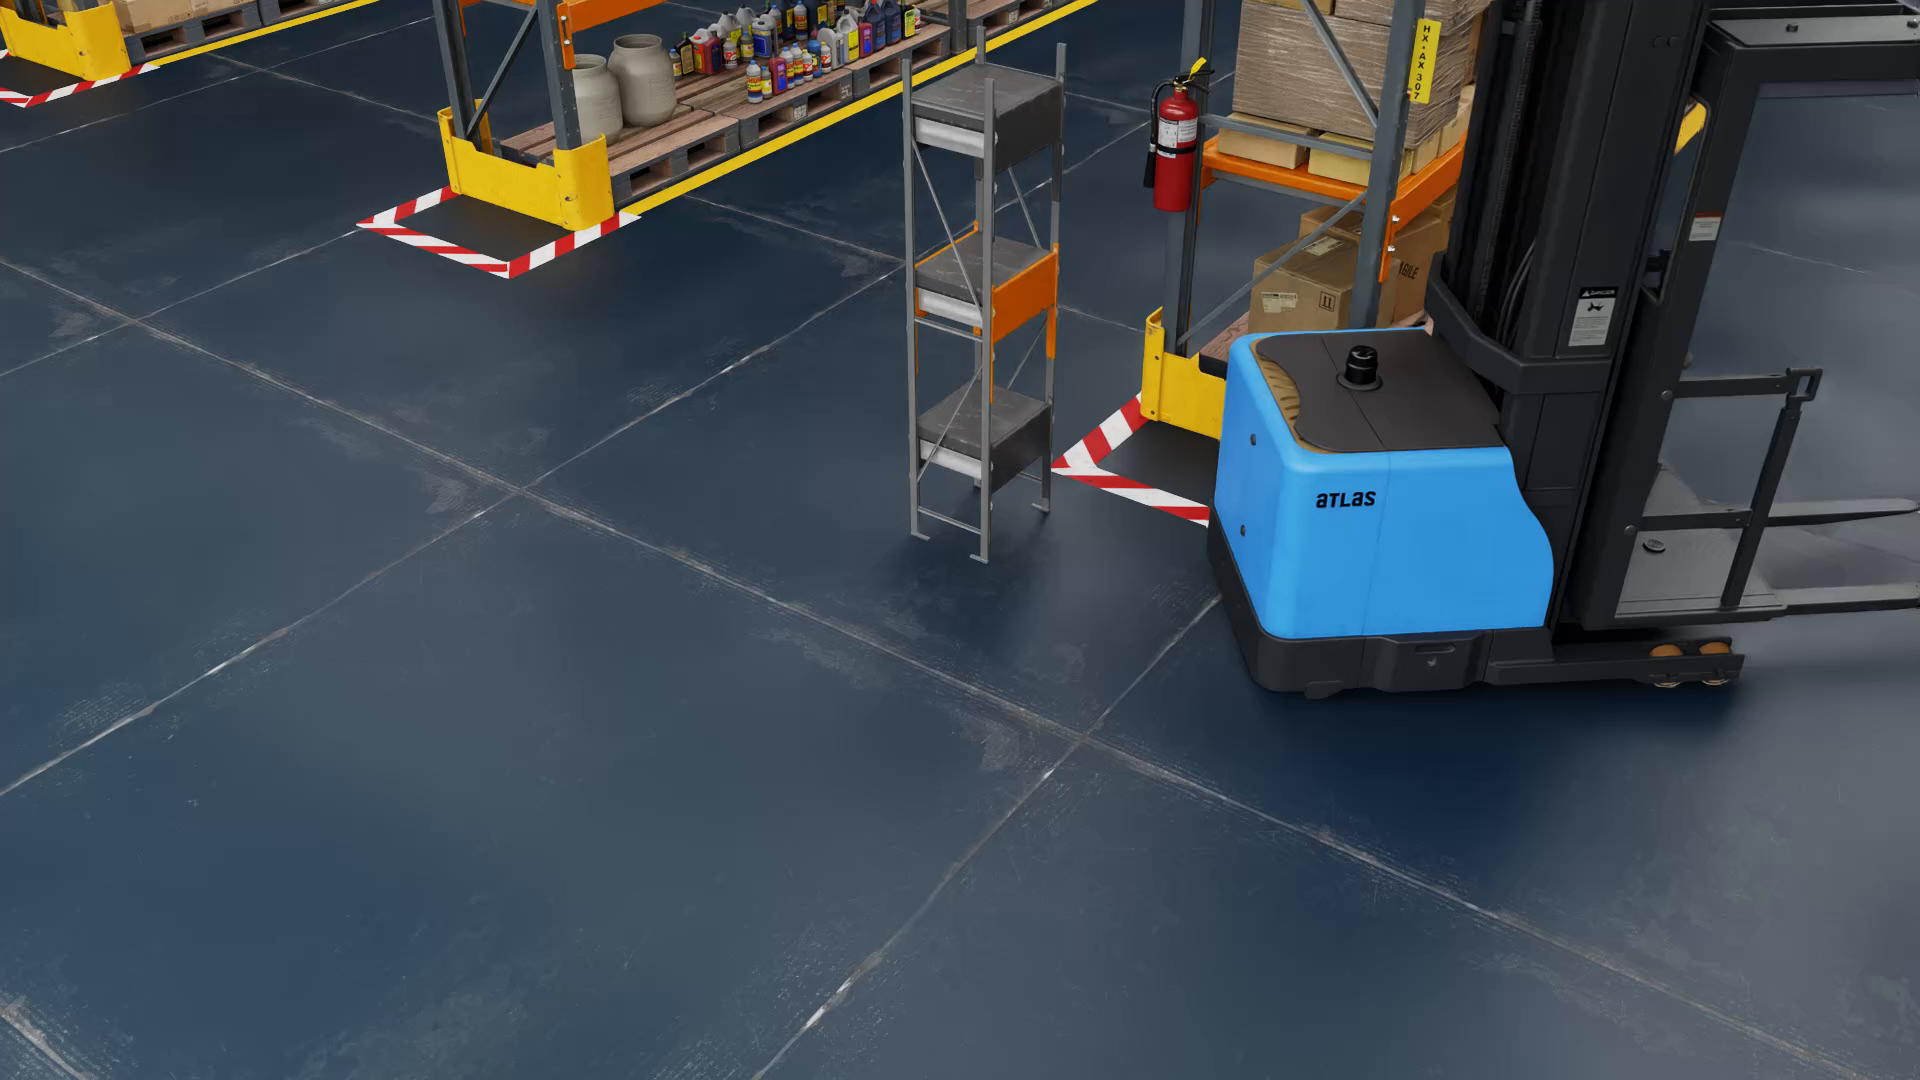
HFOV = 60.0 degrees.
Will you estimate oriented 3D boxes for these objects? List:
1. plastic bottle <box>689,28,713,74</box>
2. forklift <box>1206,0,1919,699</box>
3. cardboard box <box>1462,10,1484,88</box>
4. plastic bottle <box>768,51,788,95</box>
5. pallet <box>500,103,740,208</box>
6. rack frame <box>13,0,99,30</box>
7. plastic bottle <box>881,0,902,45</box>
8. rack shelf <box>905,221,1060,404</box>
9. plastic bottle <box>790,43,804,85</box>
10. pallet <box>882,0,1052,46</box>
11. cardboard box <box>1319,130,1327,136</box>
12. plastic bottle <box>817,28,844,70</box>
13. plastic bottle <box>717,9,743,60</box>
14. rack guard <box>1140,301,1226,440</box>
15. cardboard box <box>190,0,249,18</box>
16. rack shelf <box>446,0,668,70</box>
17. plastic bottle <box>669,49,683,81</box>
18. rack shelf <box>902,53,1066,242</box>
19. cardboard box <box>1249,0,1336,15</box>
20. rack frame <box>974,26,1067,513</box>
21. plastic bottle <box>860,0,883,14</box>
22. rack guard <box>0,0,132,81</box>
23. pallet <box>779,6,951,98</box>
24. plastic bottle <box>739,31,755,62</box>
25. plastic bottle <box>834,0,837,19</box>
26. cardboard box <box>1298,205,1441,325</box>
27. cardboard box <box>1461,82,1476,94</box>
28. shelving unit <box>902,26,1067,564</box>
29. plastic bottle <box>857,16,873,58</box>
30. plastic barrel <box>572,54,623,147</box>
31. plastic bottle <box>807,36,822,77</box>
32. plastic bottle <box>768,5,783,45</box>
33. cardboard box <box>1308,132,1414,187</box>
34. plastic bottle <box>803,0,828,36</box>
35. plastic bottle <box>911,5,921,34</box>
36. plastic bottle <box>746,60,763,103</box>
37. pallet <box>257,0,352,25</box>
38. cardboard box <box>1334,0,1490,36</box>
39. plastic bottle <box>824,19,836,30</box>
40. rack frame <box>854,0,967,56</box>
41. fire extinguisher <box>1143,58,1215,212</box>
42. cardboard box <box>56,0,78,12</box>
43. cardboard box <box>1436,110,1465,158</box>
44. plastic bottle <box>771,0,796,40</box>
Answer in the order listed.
[{"bbox_3d":[-1.821,-3.447,11.709,0.152,0.276,0.135,22,40,29],"label":"plastic bottle"},{"bbox_3d":[2.588,-0.939,6.022,3.031,2.935,1.130,-3,34,-4],"label":"forklift"},{"bbox_3d":[1.917,-2.396,7.761,0.875,0.500,0.500,21,39,28],"label":"cardboard box"},{"bbox_3d":[-1.241,-3.191,11.323,0.061,0.283,0.133,22,40,29],"label":"plastic bottle"},{"bbox_3d":[-2.202,-2.568,10.859,1.003,0.211,1.213,21,39,28],"label":"pallet"},{"bbox_3d":[-6.742,-4.885,11.796,1.000,3.000,0.127,21,39,28],"label":"rack frame"},{"bbox_3d":[-0.524,-3.838,12.220,0.144,0.351,0.185,20,39,27],"label":"plastic bottle"},{"bbox_3d":[0.094,-0.935,6.782,0.431,0.518,0.480,21,39,28],"label":"rack shelf"},{"bbox_3d":[-1.132,-3.292,11.482,0.097,0.271,0.097,0,34,0],"label":"plastic bottle"},{"bbox_3d":[0.022,-4.360,13.509,1.003,0.211,1.213,21,39,28],"label":"pallet"},{"bbox_3d":[1.530,-1.927,7.646,0.380,0.149,0.250,21,39,28],"label":"cardboard box"},{"bbox_3d":[-0.914,-3.497,11.782,0.152,0.276,0.135,22,40,29],"label":"plastic bottle"},{"bbox_3d":[-1.651,-3.620,11.897,0.144,0.351,0.185,23,40,30],"label":"plastic bottle"},{"bbox_3d":[1.438,-0.718,7.866,1.175,0.500,0.348,21,39,28],"label":"rack guard"},{"bbox_3d":[-5.971,-4.327,13.050,0.500,0.250,0.500,21,39,28],"label":"cardboard box"},{"bbox_3d":[-1.534,-3.923,11.016,1.077,0.370,4.000,21,39,28],"label":"rack shelf"},{"bbox_3d":[-1.987,-3.309,11.571,0.097,0.201,0.097,0,34,0],"label":"plastic bottle"},{"bbox_3d":[0.094,-1.515,6.390,0.431,0.518,0.480,21,39,28],"label":"rack shelf"},{"bbox_3d":[1.505,-2.630,7.214,0.500,0.500,0.500,21,39,28],"label":"cardboard box"},{"bbox_3d":[0.234,-1.058,6.940,0.400,2.100,0.015,21,39,28],"label":"rack frame"},{"bbox_3d":[-0.643,-3.884,12.288,0.144,0.351,0.185,21,39,28],"label":"plastic bottle"},{"bbox_3d":[-6.755,-3.838,12.479,1.175,0.500,0.348,21,39,28],"label":"rack guard"},{"bbox_3d":[-0.811,-3.691,12.519,1.003,0.211,1.213,21,39,28],"label":"pallet"},{"bbox_3d":[-1.527,-3.539,11.911,0.097,0.201,0.097,0,34,0],"label":"plastic bottle"},{"bbox_3d":[-0.993,-4.111,12.757,0.097,0.201,0.097,0,34,0],"label":"plastic bottle"},{"bbox_3d":[2.077,-1.425,8.537,0.500,0.500,0.500,-25,41,-32],"label":"cardboard box"},{"bbox_3d":[2.340,-2.123,7.937,0.380,0.149,0.250,21,39,28],"label":"cardboard box"},{"bbox_3d":[0.094,-0.946,6.774,0.431,2.100,0.503,21,39,28],"label":"shelving unit"},{"bbox_3d":[-0.692,-3.634,11.978,0.061,0.283,0.133,24,41,31],"label":"plastic bottle"},{"bbox_3d":[-2.362,-2.772,10.517,0.421,0.512,0.421,0,34,0],"label":"plastic barrel"},{"bbox_3d":[-1.017,-3.385,11.620,0.097,0.271,0.097,0,34,0],"label":"plastic bottle"},{"bbox_3d":[-1.356,-3.788,12.217,0.097,0.271,0.097,0,34,0],"label":"plastic bottle"},{"bbox_3d":[1.753,-1.670,7.266,0.380,0.149,0.250,21,39,28],"label":"cardboard box"},{"bbox_3d":[-1.076,-3.942,12.373,0.144,0.351,0.185,21,39,28],"label":"plastic bottle"},{"bbox_3d":[-0.345,-3.898,12.442,0.097,0.201,0.097,0,34,0],"label":"plastic bottle"},{"bbox_3d":[-1.385,-3.088,11.181,0.097,0.271,0.097,0,34,0],"label":"plastic bottle"},{"bbox_3d":[-5.644,-4.654,13.944,1.003,0.211,1.213,21,39,28],"label":"pallet"},{"bbox_3d":[1.932,-2.464,6.968,0.500,0.500,0.500,21,39,28],"label":"cardboard box"},{"bbox_3d":[-0.917,-3.594,11.919,0.061,0.283,0.133,21,39,28],"label":"plastic bottle"},{"bbox_3d":[-0.394,-5.142,12.175,1.000,3.000,0.127,21,39,28],"label":"rack frame"},{"bbox_3d":[0.951,-1.781,7.275,0.296,0.674,0.183,21,39,28],"label":"fire extinguisher"},{"bbox_3d":[-6.679,-4.261,12.953,0.500,0.250,0.500,21,39,28],"label":"cardboard box"},{"bbox_3d":[2.066,-1.889,7.590,0.380,0.149,0.250,21,39,28],"label":"cardboard box"},{"bbox_3d":[-1.302,-3.901,12.313,0.144,0.351,0.185,20,39,26],"label":"plastic bottle"}]
